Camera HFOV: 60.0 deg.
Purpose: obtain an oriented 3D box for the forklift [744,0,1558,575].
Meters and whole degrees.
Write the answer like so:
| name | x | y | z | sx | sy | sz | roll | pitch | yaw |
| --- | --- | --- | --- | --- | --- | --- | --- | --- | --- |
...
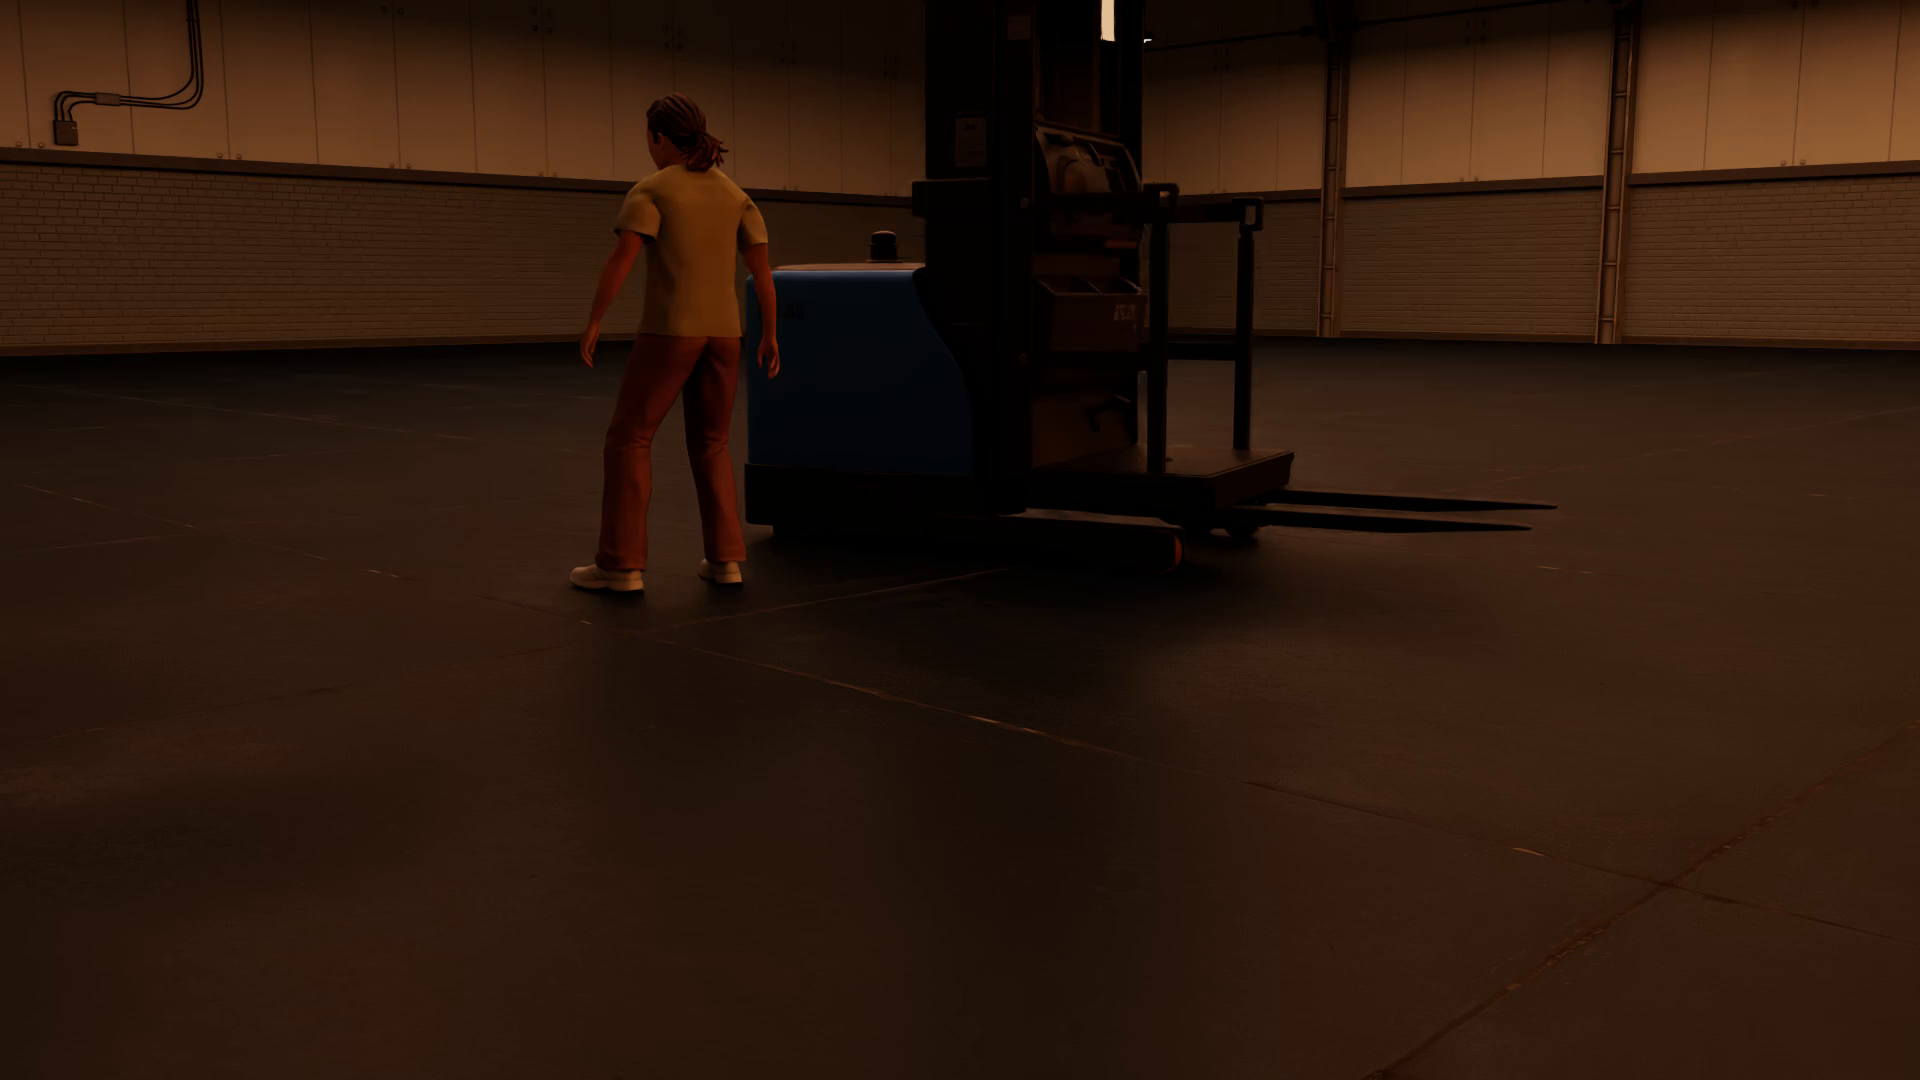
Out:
| name | x | y | z | sx | sy | sz | roll | pitch | yaw |
| --- | --- | --- | --- | --- | --- | --- | --- | --- | --- |
| forklift | 0.680 | -1.415 | 6.268 | 3.031 | 2.935 | 1.130 | 4 | 10 | 27 |

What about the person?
| name | x | y | z | sx | sy | sz | roll | pitch | yaw |
| --- | --- | --- | --- | --- | --- | --- | --- | --- | --- |
| person | -0.951 | -0.670 | 5.639 | 0.712 | 1.650 | 0.381 | -7 | 11 | -38 |
